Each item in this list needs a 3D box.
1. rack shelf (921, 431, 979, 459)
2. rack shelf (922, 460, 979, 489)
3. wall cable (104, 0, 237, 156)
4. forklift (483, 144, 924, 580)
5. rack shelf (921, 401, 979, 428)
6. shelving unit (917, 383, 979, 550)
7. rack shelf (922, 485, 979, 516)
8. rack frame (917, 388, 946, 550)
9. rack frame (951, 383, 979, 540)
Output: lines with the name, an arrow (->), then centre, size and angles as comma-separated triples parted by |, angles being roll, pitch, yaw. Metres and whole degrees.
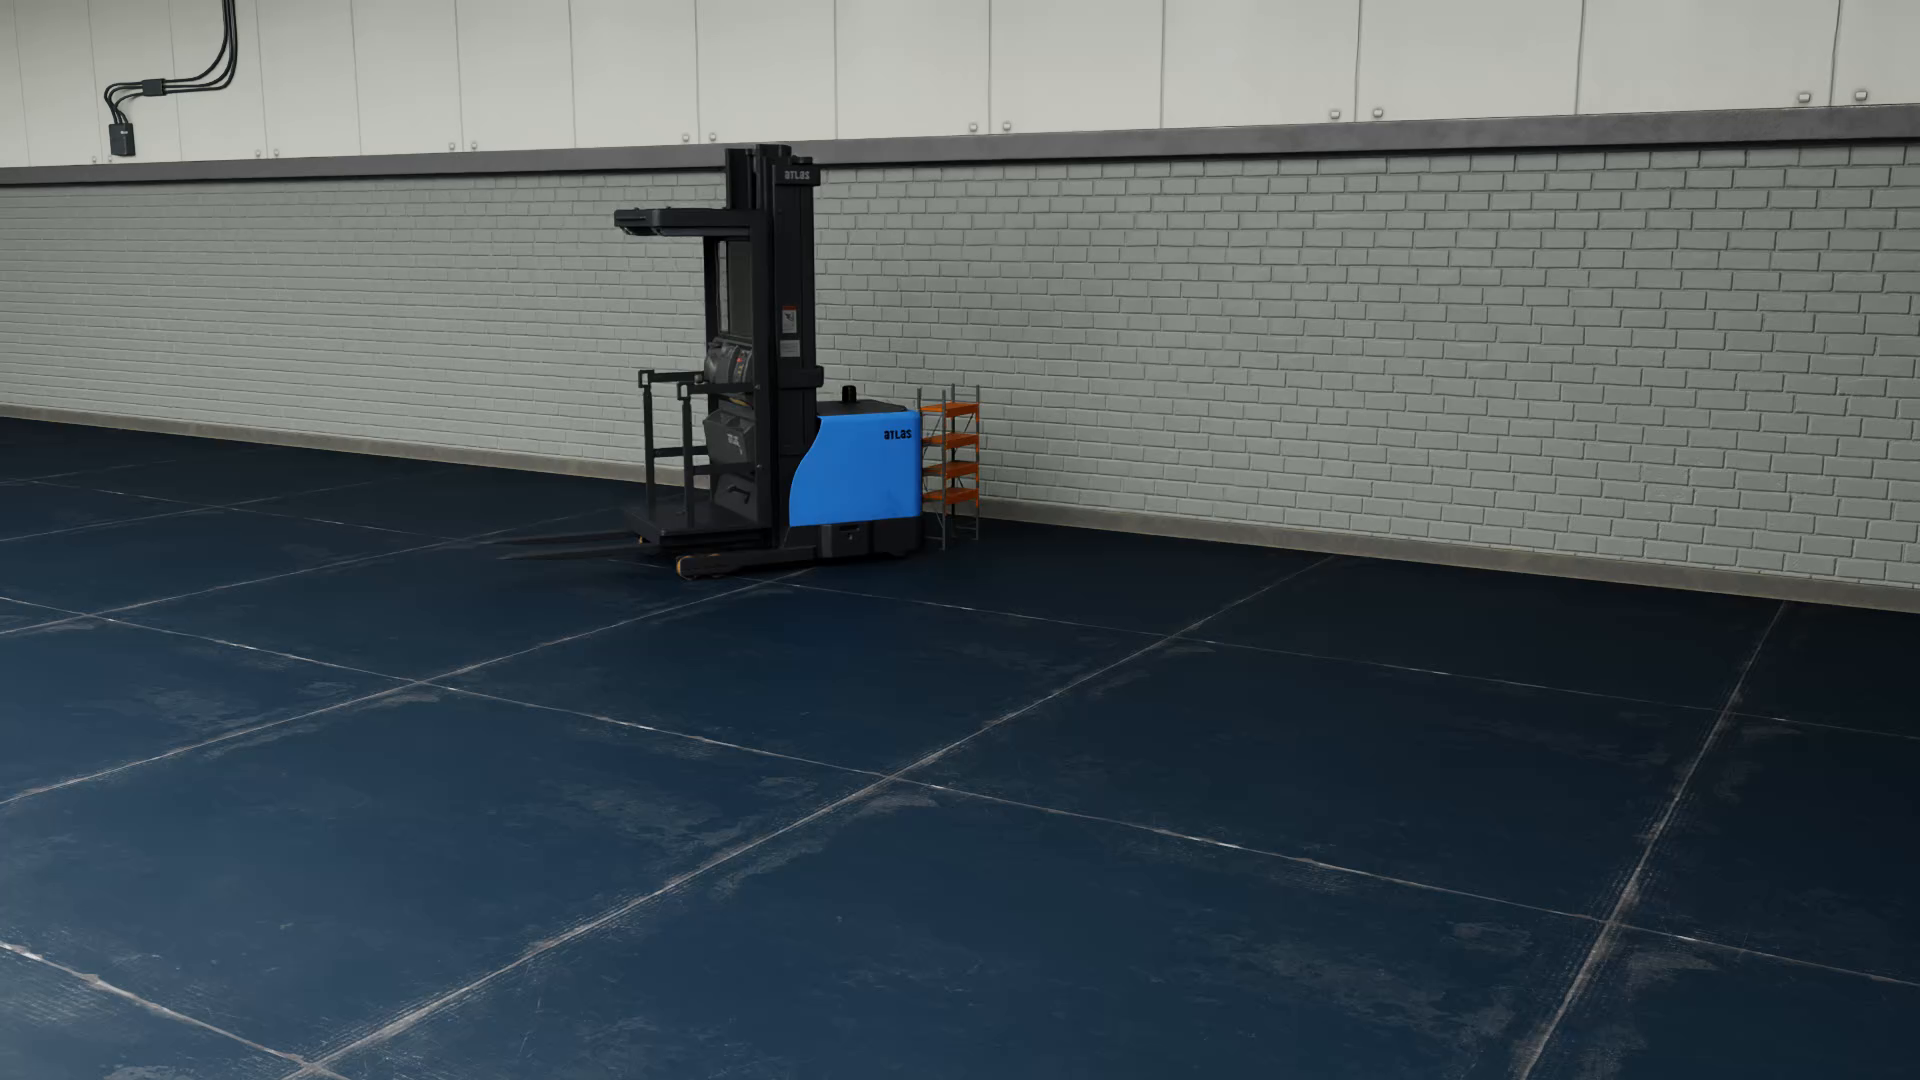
rack shelf -> -0.086, -0.717, 12.590 | 0.258, 0.148, 0.480 | 6, 12, 31
rack shelf -> -0.086, -0.498, 12.632 | 0.258, 0.148, 0.480 | 6, 12, 31
wall cable -> -8.770, -7.275, 18.034 | 2.305, 6.003, 0.169 | 6, 12, 31
forklift -> -1.822, -1.276, 11.722 | 3.031, 2.935, 1.130 | -5, 12, -25
rack shelf -> -0.086, -0.950, 12.547 | 0.258, 0.148, 0.480 | 6, 12, 31
shelving unit -> -0.086, -0.564, 12.619 | 0.258, 1.200, 0.503 | 6, 12, 31
rack shelf -> -0.086, -0.302, 12.668 | 0.258, 0.148, 0.480 | 6, 12, 31
rack frame -> -0.213, -0.525, 12.414 | 0.240, 1.200, 0.015 | 6, 12, 31
rack frame -> 0.041, -0.602, 12.824 | 0.240, 1.200, 0.015 | 6, 12, 31
